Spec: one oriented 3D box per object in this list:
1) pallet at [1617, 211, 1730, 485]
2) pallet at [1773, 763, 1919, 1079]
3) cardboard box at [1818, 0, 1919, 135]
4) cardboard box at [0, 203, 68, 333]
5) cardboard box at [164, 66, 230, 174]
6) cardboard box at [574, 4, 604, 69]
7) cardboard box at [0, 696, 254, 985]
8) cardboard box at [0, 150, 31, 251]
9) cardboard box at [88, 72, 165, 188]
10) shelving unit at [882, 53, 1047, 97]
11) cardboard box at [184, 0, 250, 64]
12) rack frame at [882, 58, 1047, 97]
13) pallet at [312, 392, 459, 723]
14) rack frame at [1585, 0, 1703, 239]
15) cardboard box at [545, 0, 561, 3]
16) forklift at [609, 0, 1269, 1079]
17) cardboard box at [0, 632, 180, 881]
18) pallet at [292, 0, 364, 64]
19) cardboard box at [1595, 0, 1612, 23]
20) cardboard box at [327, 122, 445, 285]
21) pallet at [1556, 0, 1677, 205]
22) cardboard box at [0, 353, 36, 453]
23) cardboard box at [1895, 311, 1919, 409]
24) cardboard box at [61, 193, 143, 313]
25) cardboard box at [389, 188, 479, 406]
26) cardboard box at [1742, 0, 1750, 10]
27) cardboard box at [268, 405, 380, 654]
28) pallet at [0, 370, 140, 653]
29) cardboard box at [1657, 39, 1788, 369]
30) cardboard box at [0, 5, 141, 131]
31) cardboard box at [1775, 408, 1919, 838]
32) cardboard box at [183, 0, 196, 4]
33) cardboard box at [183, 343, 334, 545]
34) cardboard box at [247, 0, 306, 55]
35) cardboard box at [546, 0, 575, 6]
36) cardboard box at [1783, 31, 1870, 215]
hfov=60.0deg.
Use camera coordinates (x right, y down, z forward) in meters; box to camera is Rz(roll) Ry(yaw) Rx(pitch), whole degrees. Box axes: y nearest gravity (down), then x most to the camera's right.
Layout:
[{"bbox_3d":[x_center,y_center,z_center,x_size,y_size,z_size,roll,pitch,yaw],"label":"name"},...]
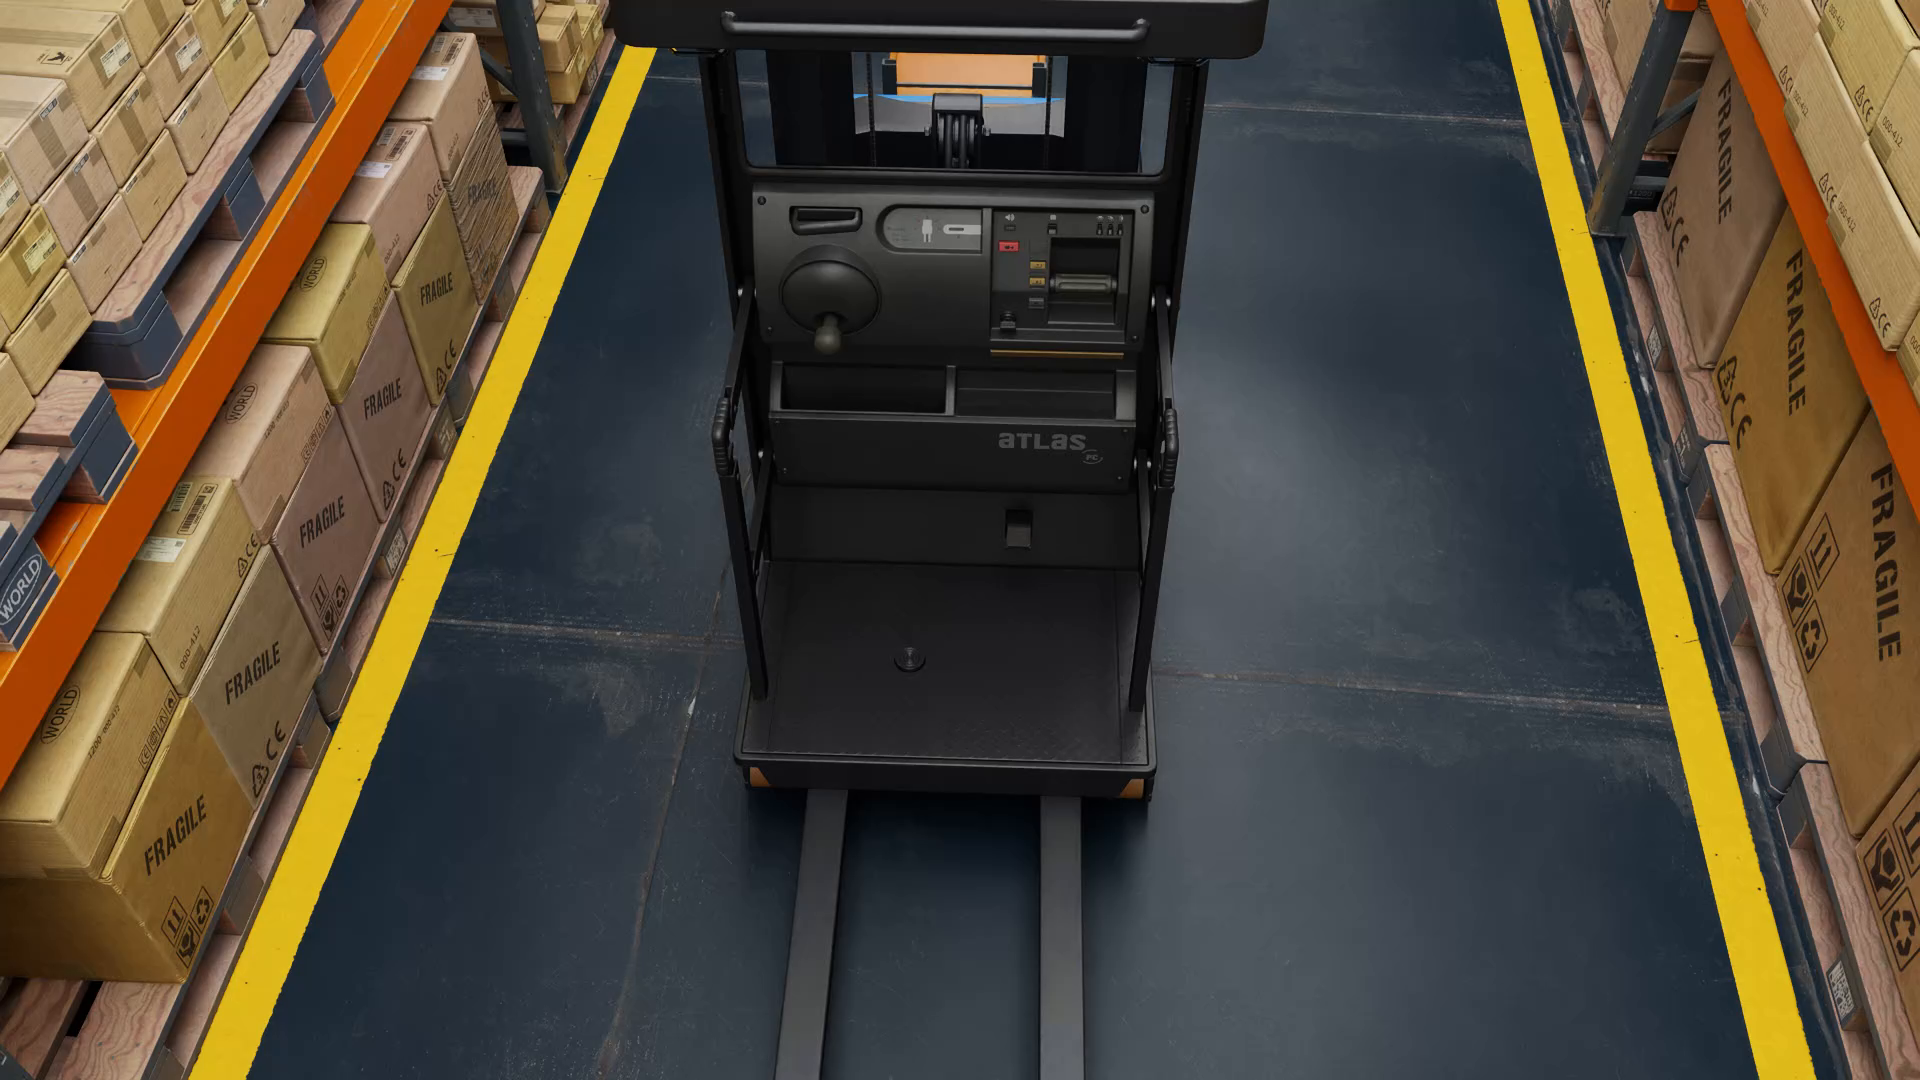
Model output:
[{"bbox_3d":[2.897,-0.659,5.710,1.003,0.211,1.213,4,48,4],"label":"pallet"},{"bbox_3d":[2.674,1.134,4.070,1.003,0.211,1.213,4,48,4],"label":"pallet"},{"bbox_3d":[2.479,-1.232,4.107,0.500,0.250,0.500,4,48,4],"label":"cardboard box"},{"bbox_3d":[-2.101,-0.572,3.424,0.380,0.149,0.250,4,48,4],"label":"cardboard box"},{"bbox_3d":[-2.025,-1.029,4.044,0.380,0.149,0.250,2,48,2],"label":"cardboard box"},{"bbox_3d":[-1.669,-2.052,6.741,0.380,0.149,0.250,5,48,5],"label":"cardboard box"},{"bbox_3d":[-2.093,0.708,3.979,0.500,0.500,0.500,2,48,2],"label":"cardboard box"},{"bbox_3d":[-2.103,-0.648,3.292,0.380,0.149,0.250,2,48,2],"label":"cardboard box"},{"bbox_3d":[-2.051,-0.937,3.758,0.380,0.149,0.250,3,48,3],"label":"cardboard box"},{"bbox_3d":[0.033,-1.447,5.811,0.538,1.125,1.048,2,48,2],"label":"shelving unit"},{"bbox_3d":[-2.003,-1.314,4.103,0.380,0.149,0.250,4,48,4],"label":"cardboard box"},{"bbox_3d":[0.013,-1.072,5.468,0.500,1.125,0.032,2,48,2],"label":"rack frame"},{"bbox_3d":[-2.225,-0.019,5.124,1.003,0.211,1.213,4,48,4],"label":"pallet"},{"bbox_3d":[2.892,-2.172,5.204,1.000,3.000,0.127,4,48,4],"label":"rack frame"},{"bbox_3d":[-1.725,-2.249,6.518,0.380,0.149,0.250,6,48,5],"label":"cardboard box"},{"bbox_3d":[-0.023,-0.525,3.744,1.130,2.935,3.031,2,48,1],"label":"forklift"},{"bbox_3d":[-2.107,0.467,3.691,0.500,0.250,0.500,2,48,2],"label":"cardboard box"},{"bbox_3d":[-2.261,-1.814,5.007,1.003,0.211,1.213,4,48,4],"label":"pallet"},{"bbox_3d":[3.137,-2.561,7.012,0.875,0.438,0.875,3,48,2],"label":"cardboard box"},{"bbox_3d":[-1.923,-1.041,5.070,0.500,0.250,0.500,6,48,5],"label":"cardboard box"},{"bbox_3d":[3.039,-1.785,6.739,1.003,0.211,1.213,4,48,4],"label":"pallet"},{"bbox_3d":[-2.121,-0.259,3.340,0.380,0.149,0.250,6,48,5],"label":"cardboard box"},{"bbox_3d":[2.408,-0.317,3.609,0.500,0.250,0.500,3,48,3],"label":"cardboard box"},{"bbox_3d":[-2.076,-0.653,3.700,0.380,0.149,0.250,5,48,5],"label":"cardboard box"},{"bbox_3d":[-1.910,-0.791,5.350,0.500,0.500,0.500,3,48,3],"label":"cardboard box"},{"bbox_3d":[2.589,-1.816,4.980,0.500,0.250,0.500,3,48,3],"label":"cardboard box"},{"bbox_3d":[-2.008,-0.039,4.663,0.500,0.500,0.500,3,48,3],"label":"cardboard box"},{"bbox_3d":[-2.452,0.042,3.308,1.213,0.211,1.003,4,48,4],"label":"pallet"},{"bbox_3d":[2.915,-1.136,5.411,0.875,0.875,0.875,5,48,5],"label":"cardboard box"},{"bbox_3d":[-2.058,-1.042,3.652,0.380,0.149,0.250,5,48,5],"label":"cardboard box"},{"bbox_3d":[2.759,0.185,4.203,0.875,0.875,0.875,4,48,4],"label":"cardboard box"},{"bbox_3d":[-2.008,-1.423,4.001,0.380,0.149,0.250,2,48,2],"label":"cardboard box"},{"bbox_3d":[-2.003,-0.268,4.364,0.500,0.250,0.500,4,48,4],"label":"cardboard box"},{"bbox_3d":[-1.976,-1.420,4.401,0.380,0.149,0.250,2,48,2],"label":"cardboard box"},{"bbox_3d":[-1.761,-2.148,6.627,0.380,0.149,0.250,4,48,4],"label":"cardboard box"},{"bbox_3d":[2.481,-1.060,4.288,0.500,0.250,0.500,4,48,3],"label":"cardboard box"}]
